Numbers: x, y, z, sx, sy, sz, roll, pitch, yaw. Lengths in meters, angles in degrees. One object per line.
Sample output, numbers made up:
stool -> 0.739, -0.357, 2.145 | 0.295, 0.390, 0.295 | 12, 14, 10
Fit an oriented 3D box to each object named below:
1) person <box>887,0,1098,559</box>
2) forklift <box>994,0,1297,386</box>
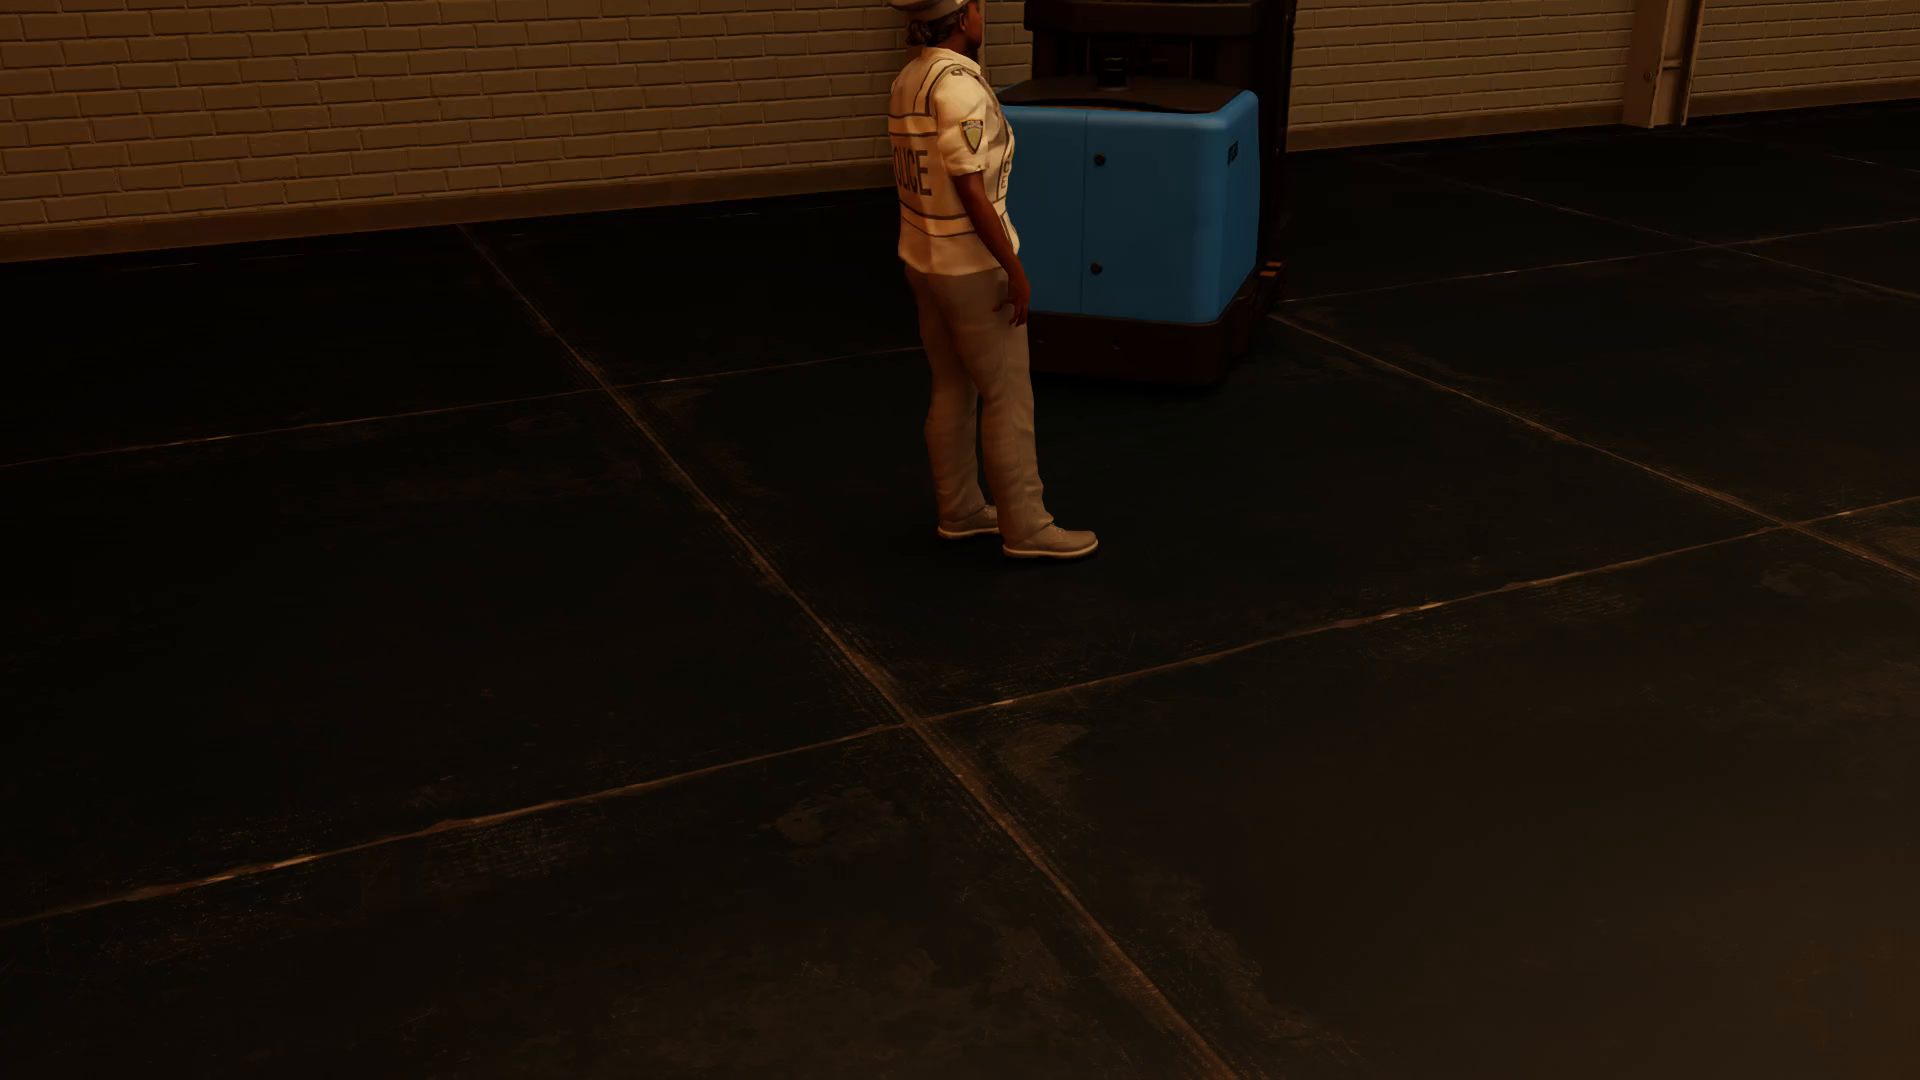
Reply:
person -> 0.076, -0.794, 4.791 | 0.529, 1.694, 0.569 | -10, 25, -23
forklift -> 0.925, -2.476, 7.247 | 1.130, 2.935, 3.031 | 7, 24, 17
